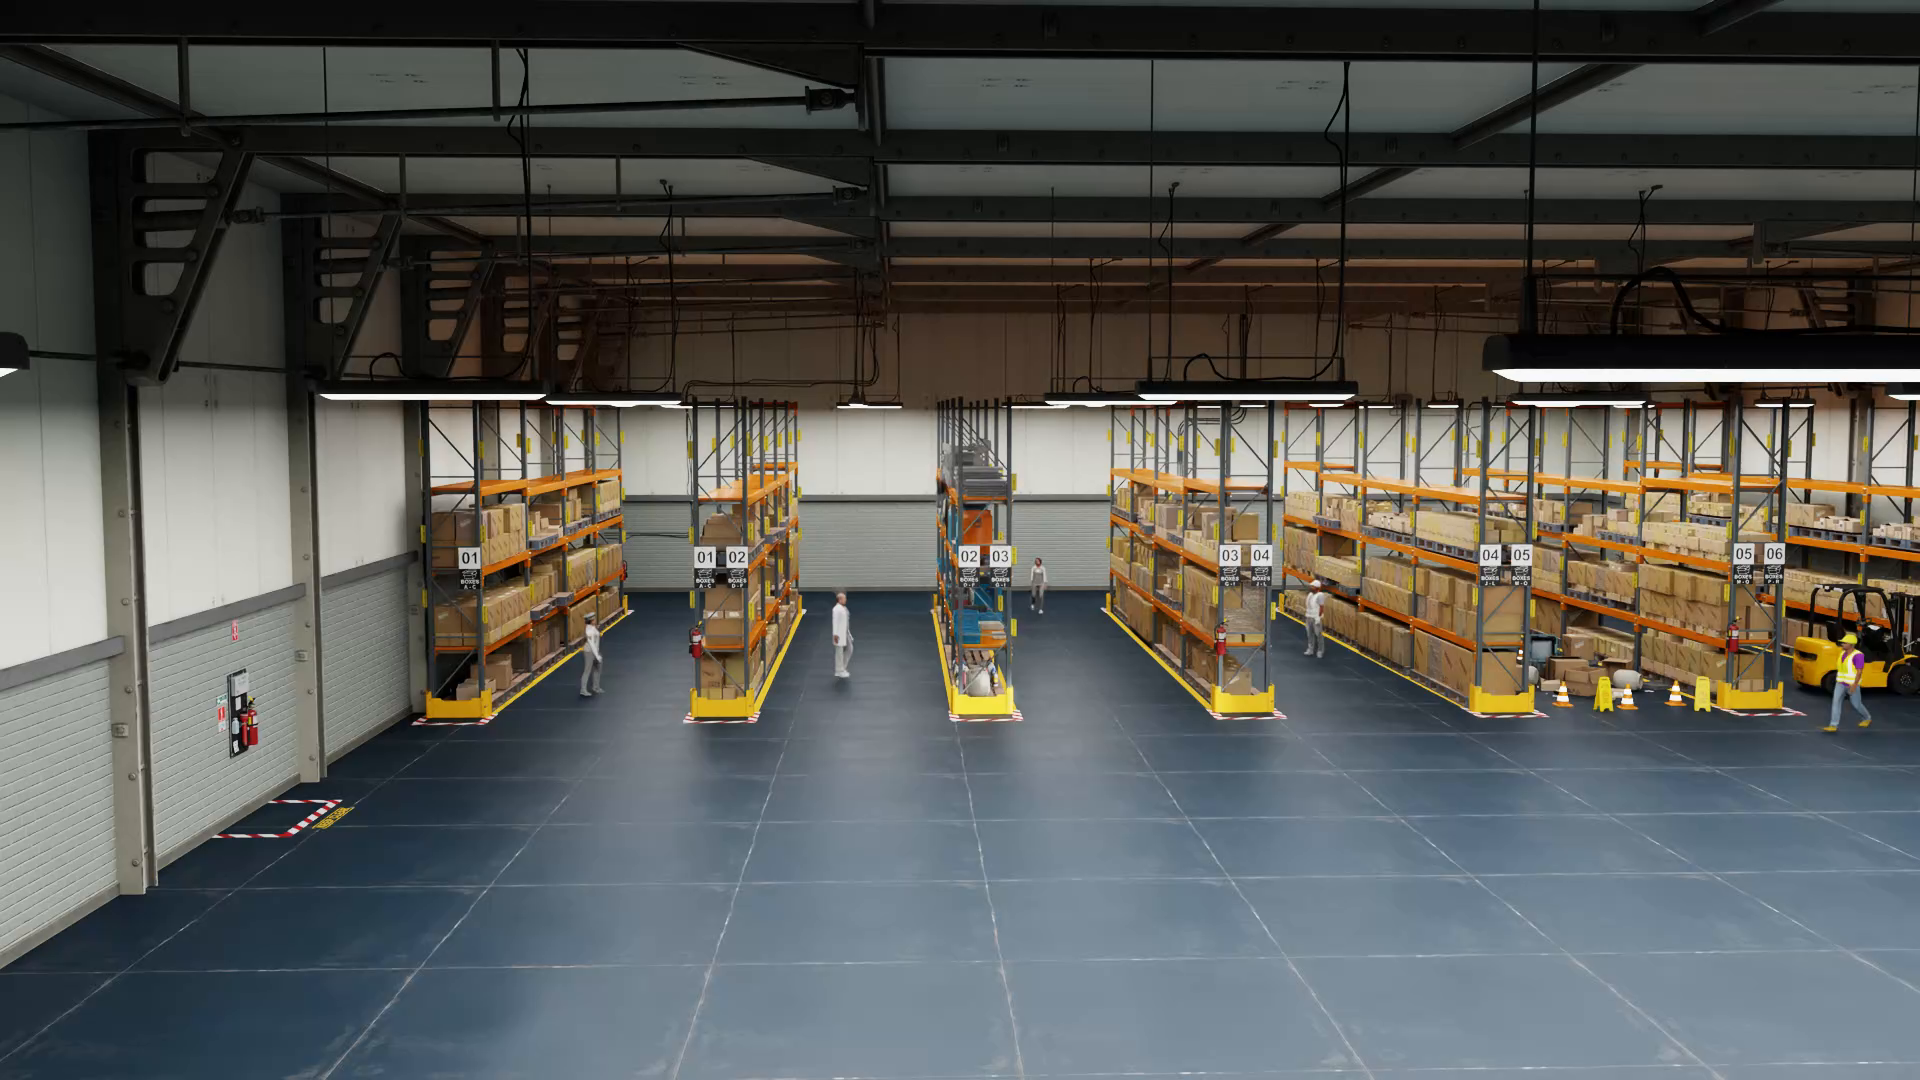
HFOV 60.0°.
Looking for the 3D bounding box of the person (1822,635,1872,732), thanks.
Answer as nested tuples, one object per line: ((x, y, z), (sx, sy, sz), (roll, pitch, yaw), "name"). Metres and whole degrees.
((15.894, 2.560, 29.705), (0.971, 1.740, 0.519), (-3, 5, -30), "person")

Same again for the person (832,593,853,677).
((-2.547, 2.047, 35.744), (0.465, 1.812, 0.685), (2, 5, 20), "person")

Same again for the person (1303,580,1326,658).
((8.293, 1.843, 38.914), (0.426, 1.820, 0.568), (-3, 6, -38), "person")

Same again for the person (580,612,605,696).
((-7.437, 2.305, 33.686), (0.478, 1.716, 0.630), (0, 4, 2), "person")

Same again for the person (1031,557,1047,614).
((2.226, 1.281, 47.075), (0.443, 1.595, 0.473), (0, 4, -5), "person")
